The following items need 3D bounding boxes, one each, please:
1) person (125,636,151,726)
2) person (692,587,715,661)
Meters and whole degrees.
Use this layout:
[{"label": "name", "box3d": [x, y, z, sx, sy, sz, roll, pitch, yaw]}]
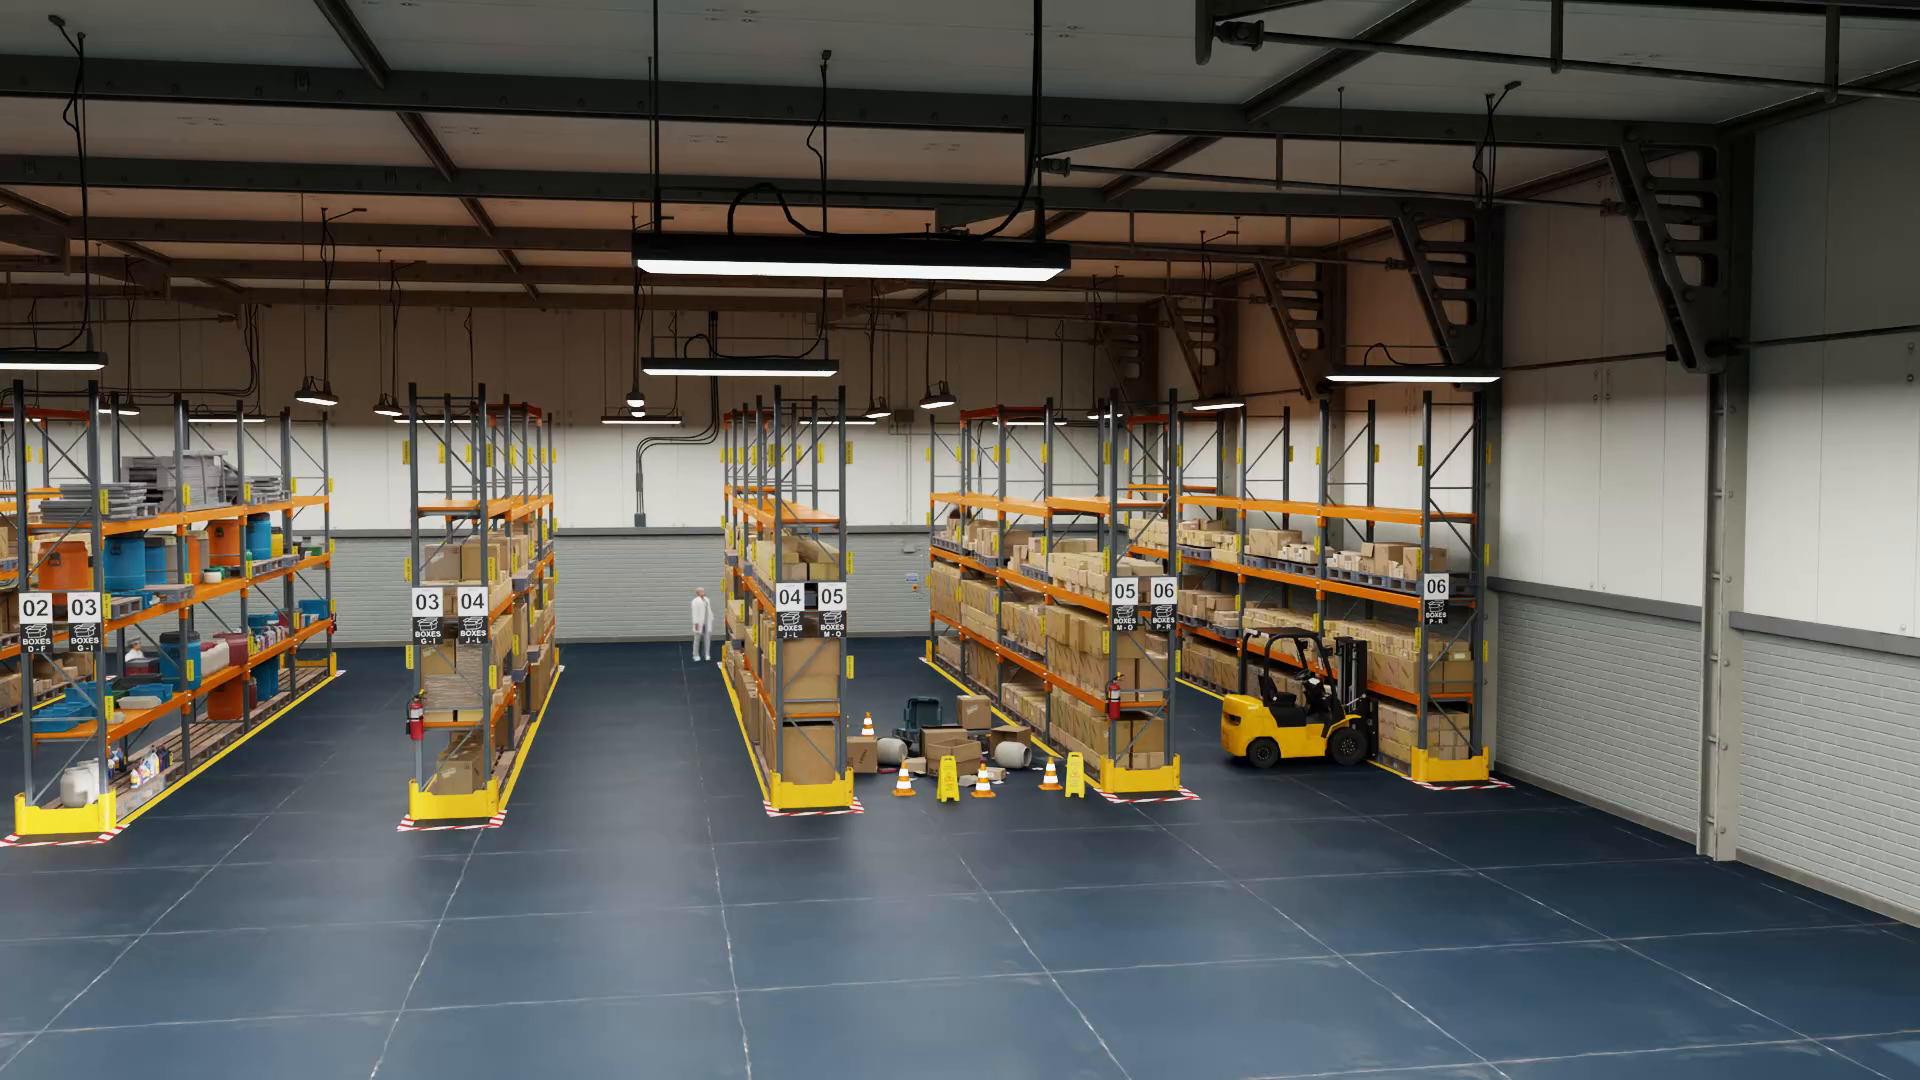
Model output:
[{"label": "person", "box3d": [-15.273, 2.615, 30.857, 0.559, 1.677, 0.519, 1, 3, 19]}, {"label": "person", "box3d": [-6.296, 2.149, 40.733, 0.625, 1.584, 0.413, -2, 4, -37]}]
